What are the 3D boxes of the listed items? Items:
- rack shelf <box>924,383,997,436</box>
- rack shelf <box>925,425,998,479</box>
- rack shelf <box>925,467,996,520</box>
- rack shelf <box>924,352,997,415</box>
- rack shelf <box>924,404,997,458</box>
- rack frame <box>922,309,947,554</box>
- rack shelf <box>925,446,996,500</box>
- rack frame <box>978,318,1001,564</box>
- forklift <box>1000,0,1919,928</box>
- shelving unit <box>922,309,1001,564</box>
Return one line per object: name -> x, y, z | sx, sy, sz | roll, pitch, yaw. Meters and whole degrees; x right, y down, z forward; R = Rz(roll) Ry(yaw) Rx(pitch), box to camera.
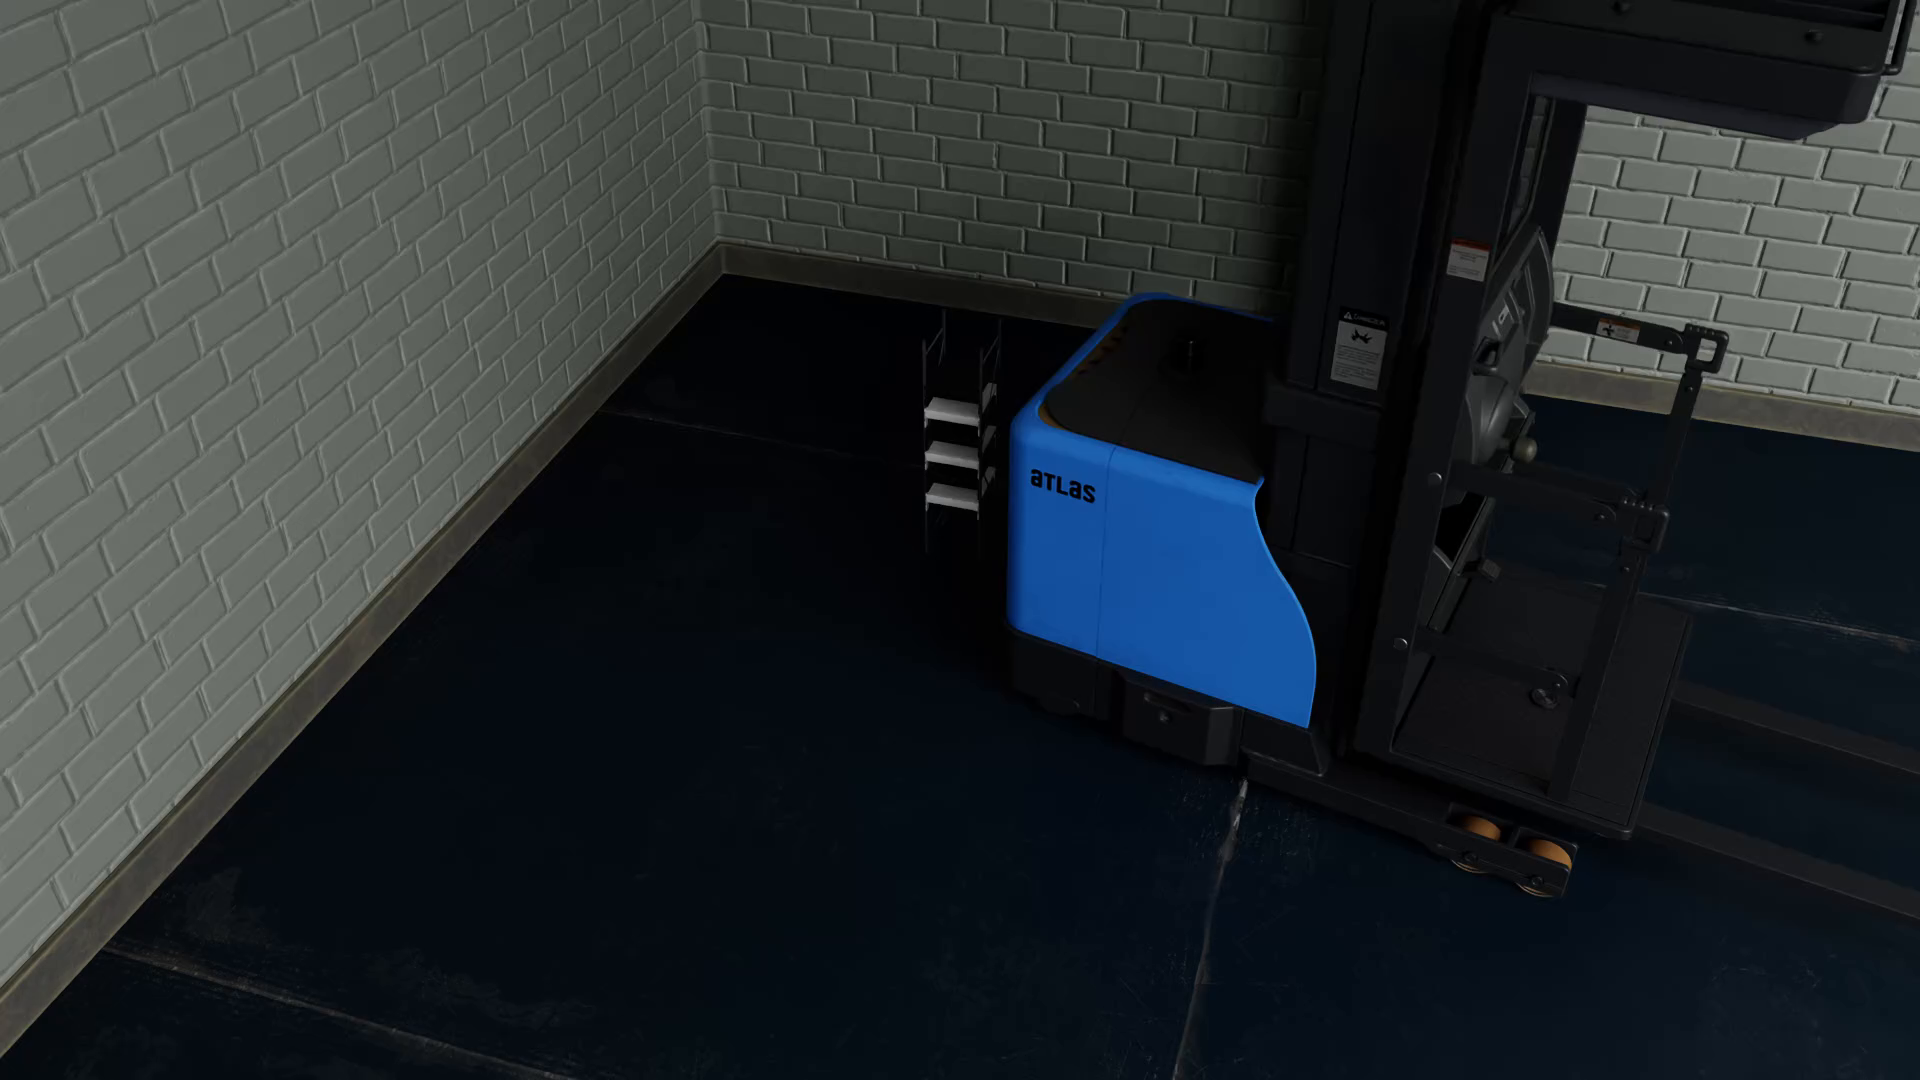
rack shelf -> 0.008, -0.479, 5.894 | 0.200, 0.077, 0.258 | 10, 38, 14
rack shelf -> 0.008, -0.334, 6.001 | 0.200, 0.077, 0.258 | 10, 38, 14
rack shelf -> 0.008, -0.189, 6.108 | 0.200, 0.077, 0.258 | 10, 38, 14
rack shelf -> 0.008, -0.552, 5.841 | 0.200, 0.077, 0.258 | 10, 38, 14
rack shelf -> 0.008, -0.407, 5.948 | 0.200, 0.077, 0.258 | 10, 38, 14
rack frame -> -0.089, -0.379, 6.006 | 0.006, 0.900, 0.240 | 10, 38, 14
rack shelf -> 0.008, -0.262, 6.054 | 0.200, 0.077, 0.258 | 10, 38, 14
rack frame -> 0.105, -0.343, 5.957 | 0.006, 0.900, 0.240 | 10, 38, 14
forklift -> 1.677, -0.505, 4.464 | 3.031, 2.935, 1.130 | 18, 40, 22
shelving unit -> 0.008, -0.361, 5.981 | 0.210, 0.900, 0.258 | 10, 38, 14
